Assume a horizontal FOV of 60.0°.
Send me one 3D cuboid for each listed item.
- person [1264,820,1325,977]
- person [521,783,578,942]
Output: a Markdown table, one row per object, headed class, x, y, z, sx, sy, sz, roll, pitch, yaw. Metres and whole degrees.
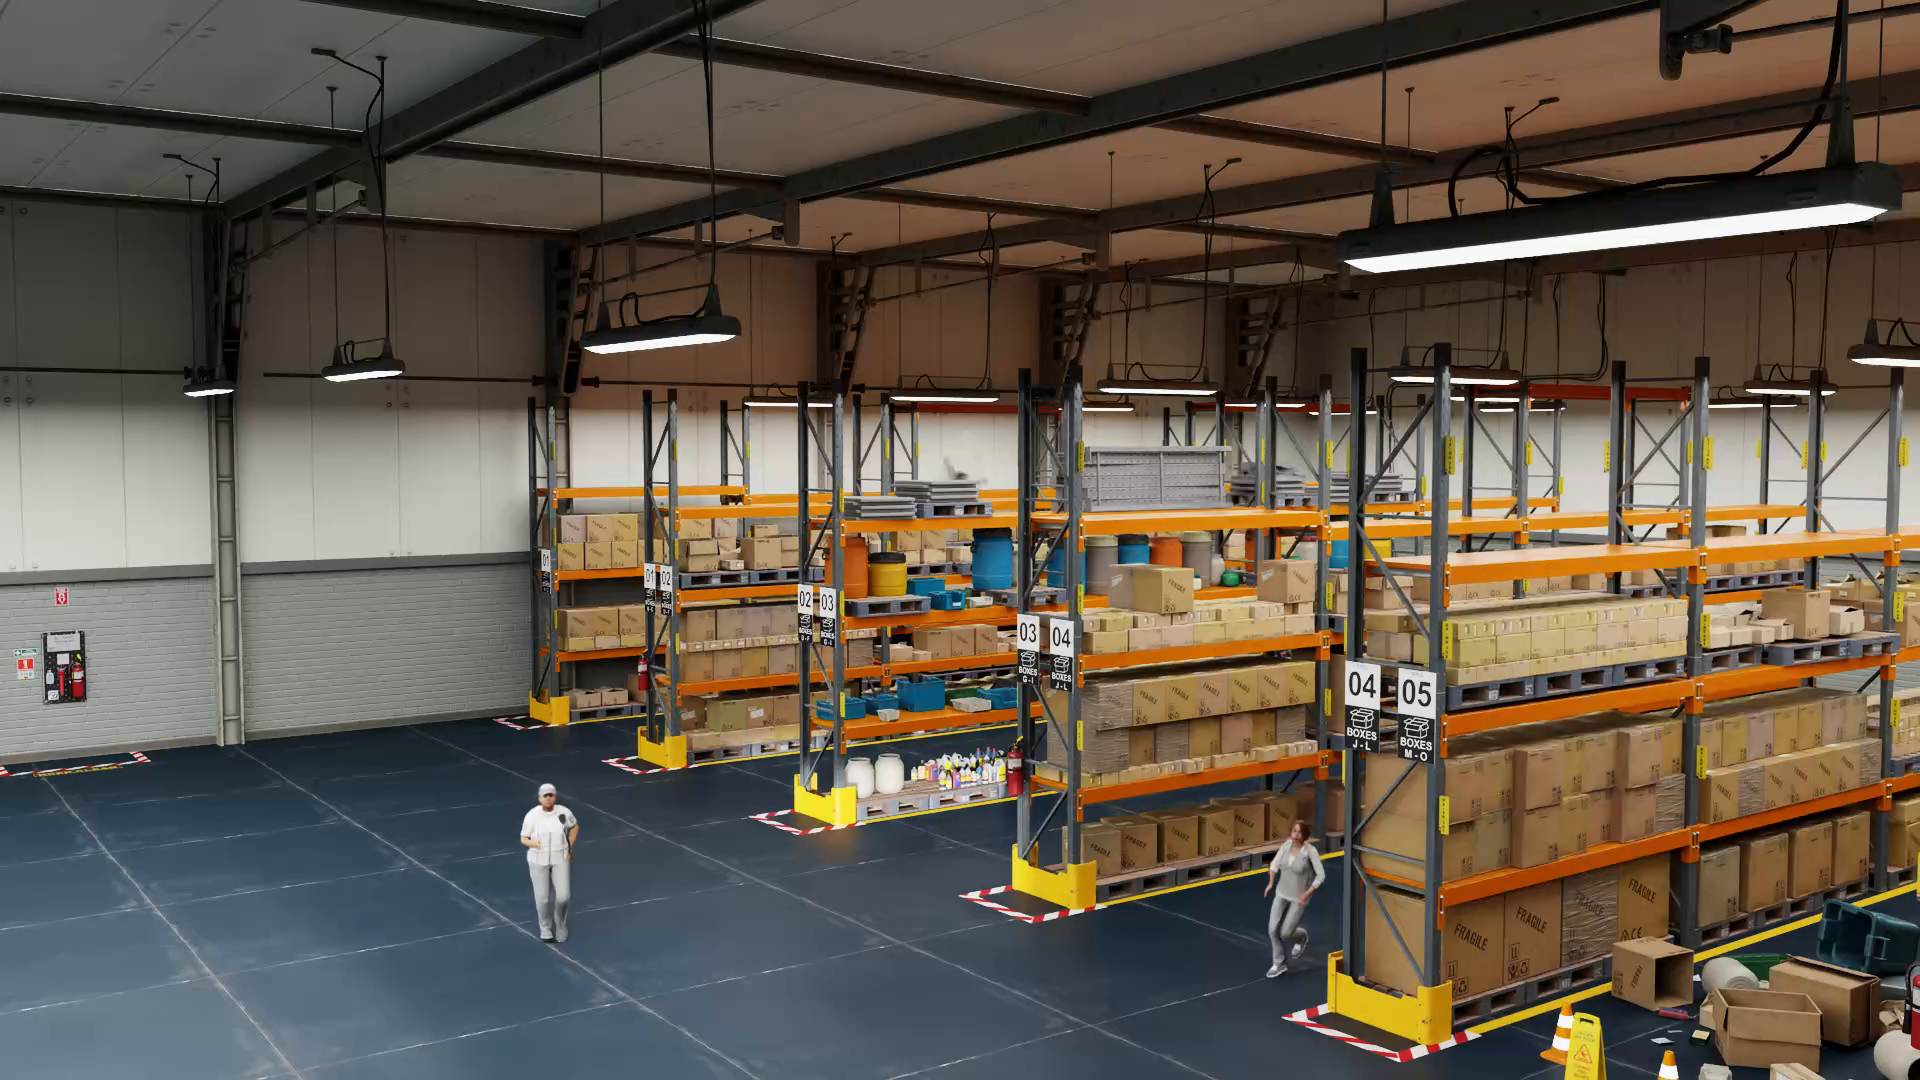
| class | x | y | z | sx | sy | sz | roll | pitch | yaw |
| --- | --- | --- | --- | --- | --- | --- | --- | --- | --- |
| person | 3.257 | 3.459 | 16.092 | 0.571 | 1.551 | 0.524 | 3 | 5 | 43 |
| person | -4.204 | 3.335 | 17.083 | 0.588 | 1.656 | 0.590 | -1 | 4 | -16 |
